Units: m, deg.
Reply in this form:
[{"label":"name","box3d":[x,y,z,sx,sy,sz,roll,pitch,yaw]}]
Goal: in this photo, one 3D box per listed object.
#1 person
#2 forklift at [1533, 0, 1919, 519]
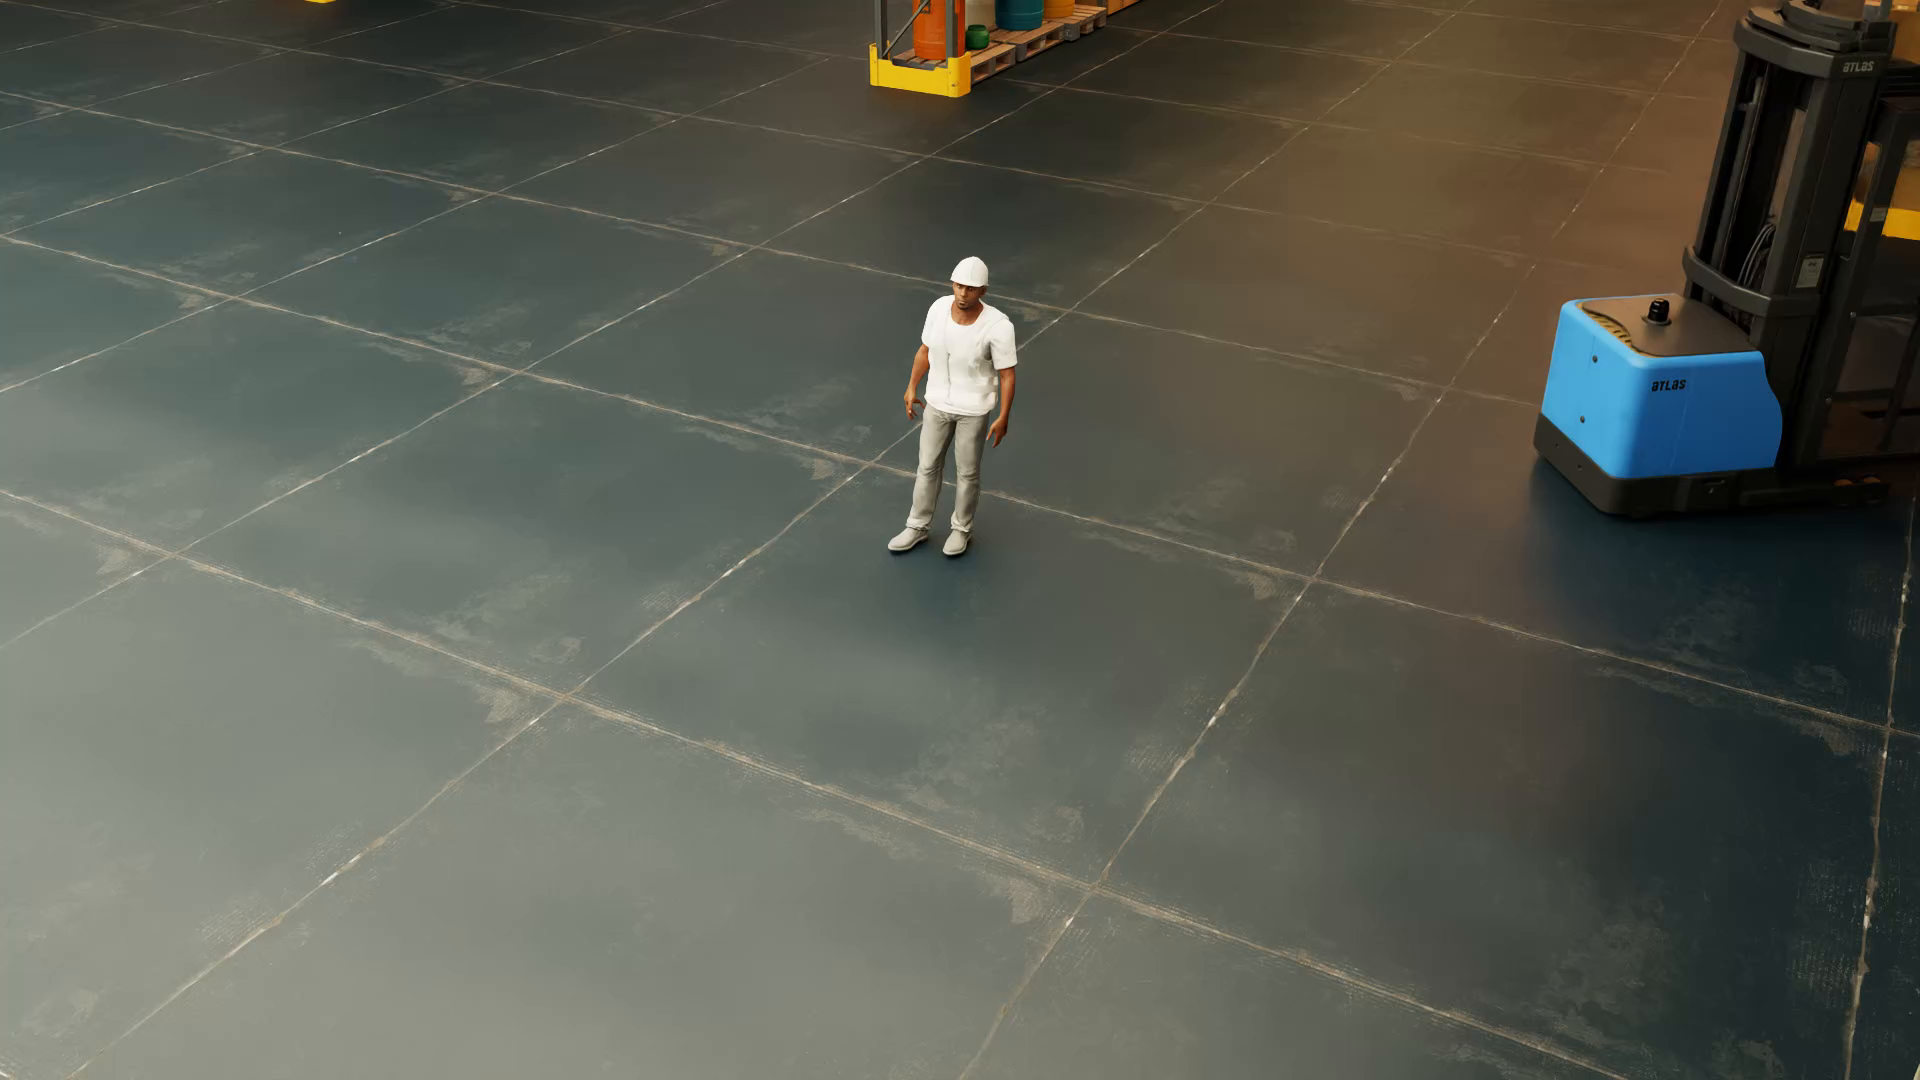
[{"label":"person","box3d":[-0.039,-0.742,9.507,0.665,1.768,0.575,15,33,25]},{"label":"forklift","box3d":[5.334,-1.735,10.077,3.031,2.935,1.130,-5,30,-8]}]
